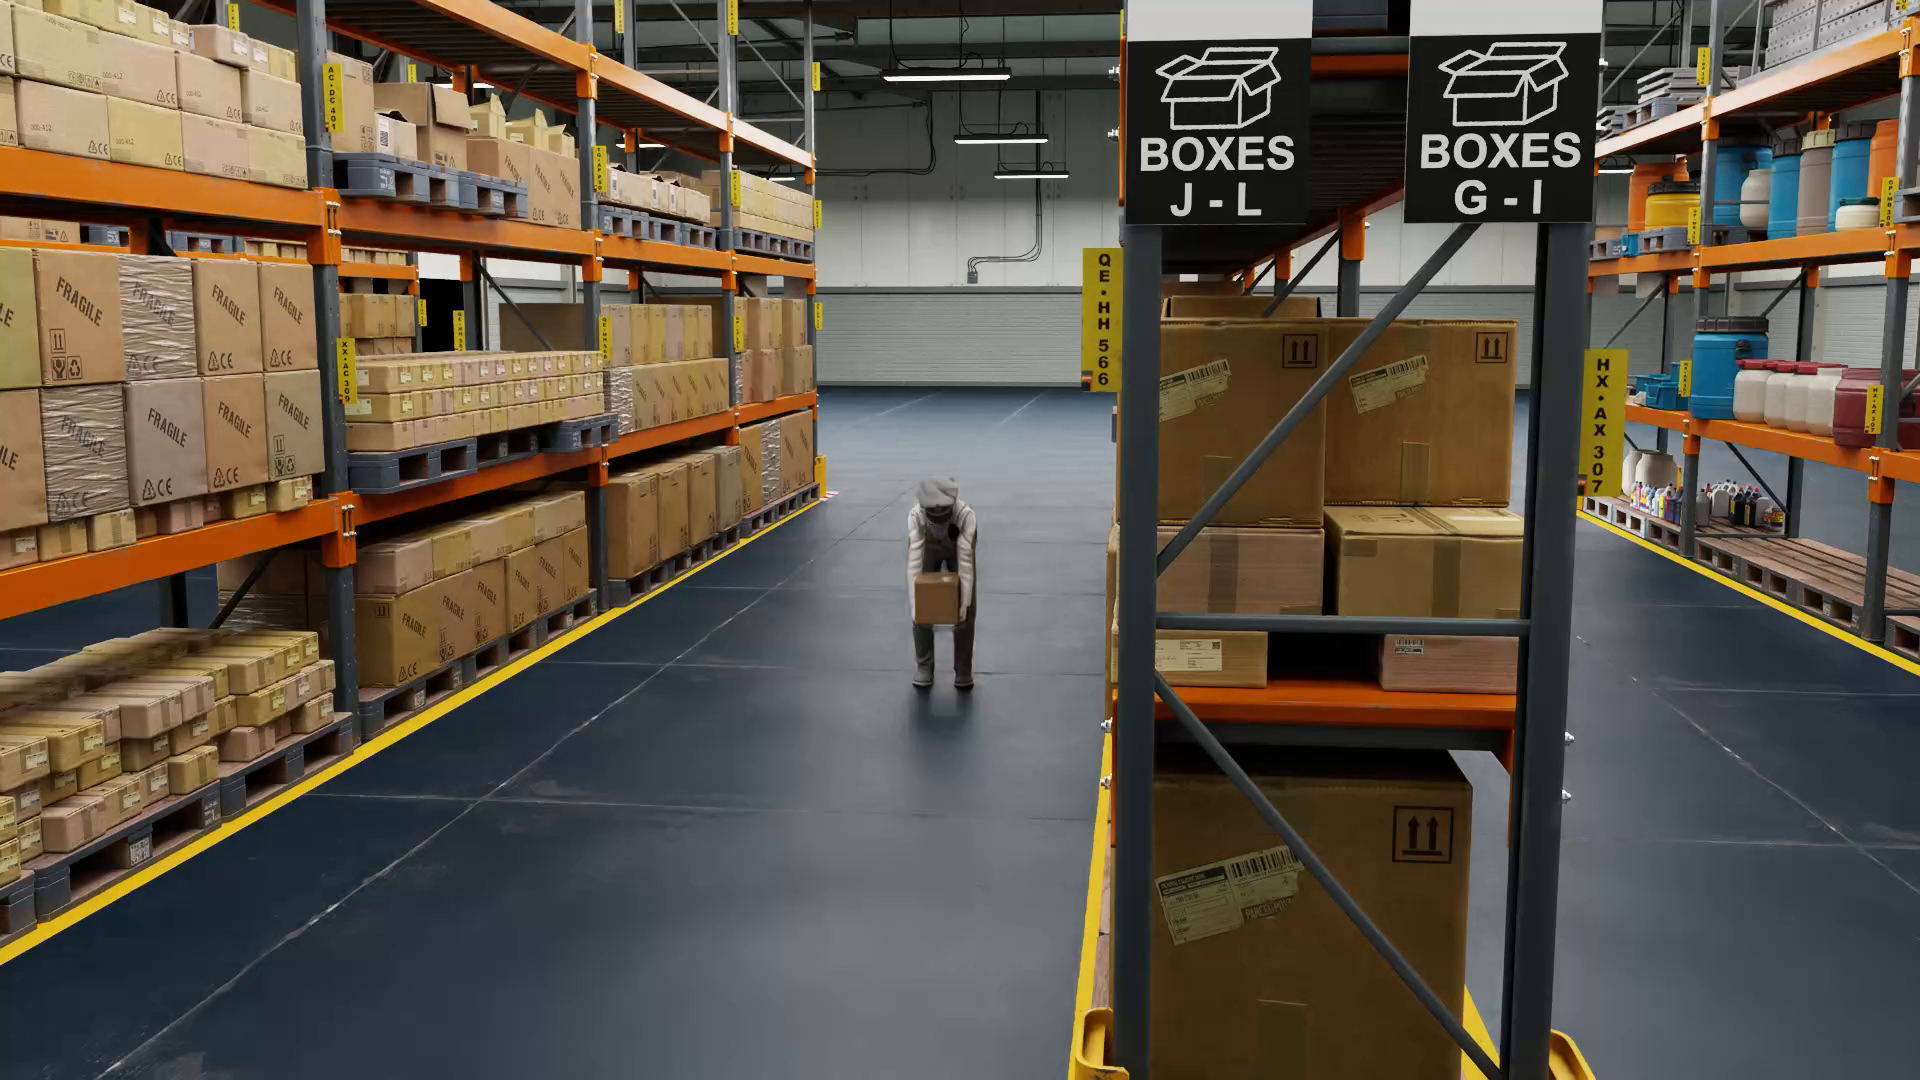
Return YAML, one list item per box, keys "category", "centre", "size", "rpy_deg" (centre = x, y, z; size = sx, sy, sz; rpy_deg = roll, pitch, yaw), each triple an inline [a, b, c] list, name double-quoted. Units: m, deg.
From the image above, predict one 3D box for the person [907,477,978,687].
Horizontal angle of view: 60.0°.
- category: "person"
  centre: [-0.107, 0.253, 9.784]
  size: [0.410, 1.307, 0.887]
  rpy_deg: [0, 8, 4]
